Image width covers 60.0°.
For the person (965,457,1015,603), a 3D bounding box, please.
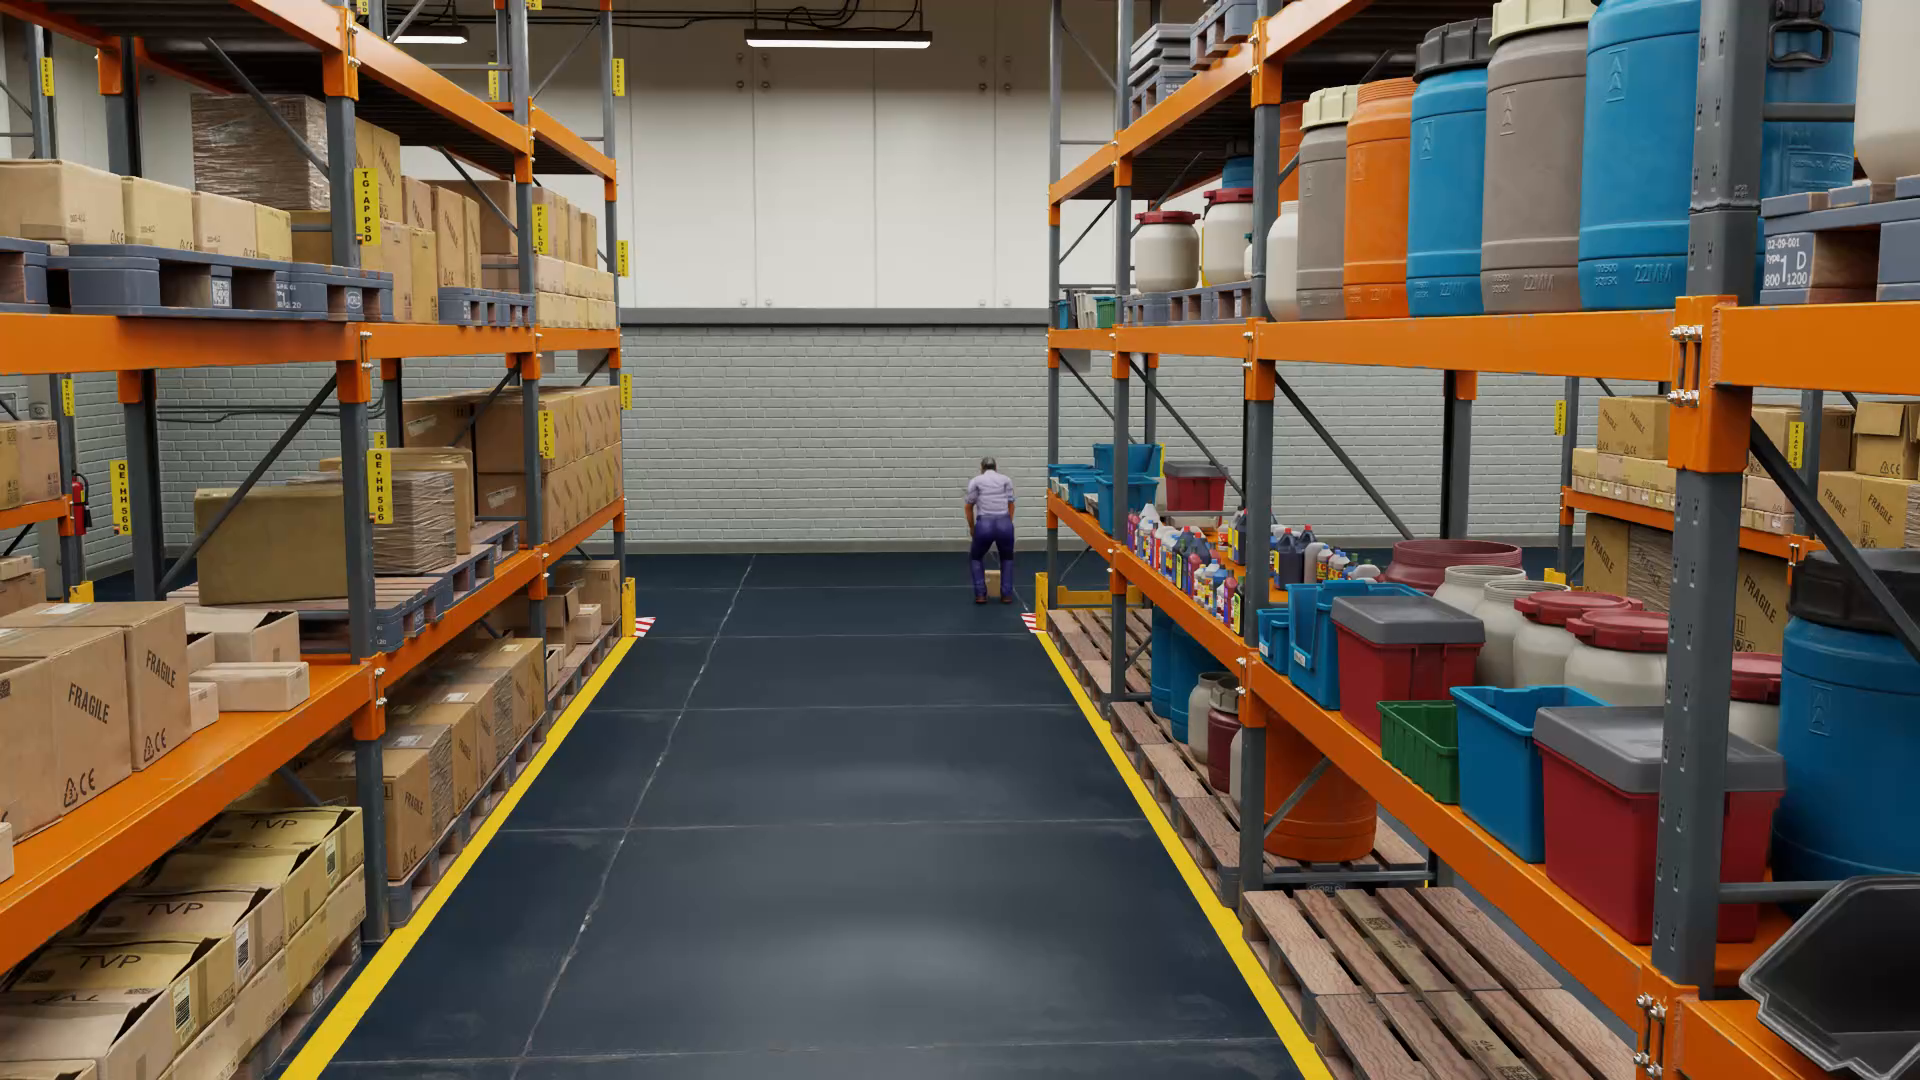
[{"bbox_3d":[0.311,-0.095,17.216,0.522,1.510,0.529,0,7,-3],"label":"person"}]
